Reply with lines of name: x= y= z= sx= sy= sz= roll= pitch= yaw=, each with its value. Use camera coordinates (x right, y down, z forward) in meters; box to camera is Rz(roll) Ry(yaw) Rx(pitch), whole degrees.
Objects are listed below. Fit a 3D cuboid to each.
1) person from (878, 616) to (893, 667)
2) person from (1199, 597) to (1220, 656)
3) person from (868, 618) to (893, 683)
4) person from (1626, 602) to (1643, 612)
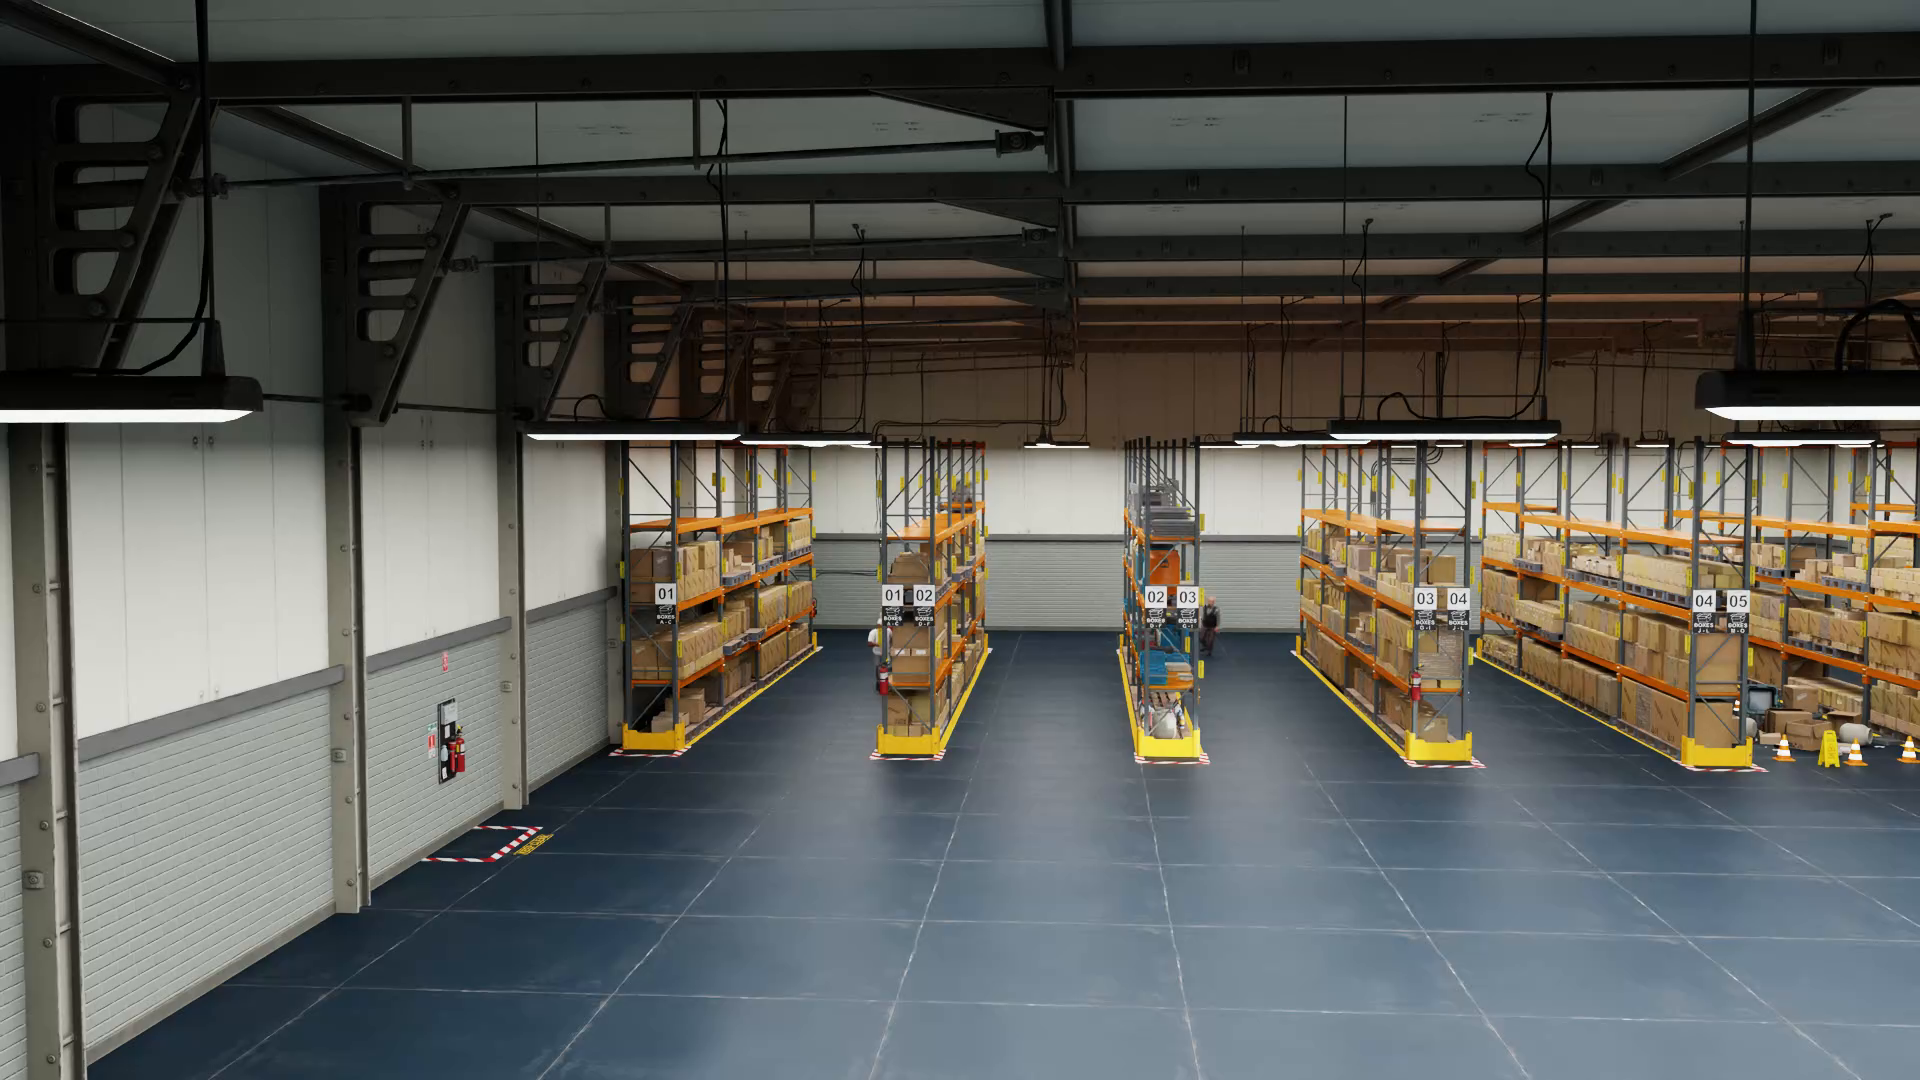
person: x=-1.842 y=2.565 z=43.537 sx=0.591 sy=1.664 sz=0.929 roll=0 pitch=3 yaw=0
person: x=6.950 y=2.417 z=46.343 sx=0.688 sy=1.676 sz=0.564 roll=1 pitch=3 yaw=25
person: x=-1.875 y=2.728 z=40.053 sx=0.717 sy=1.725 sz=0.990 roll=-1 pitch=3 yaw=-9
person: x=19.125 y=2.310 z=47.377 sx=0.968 sy=1.759 sz=0.732 roll=0 pitch=3 yaw=5
